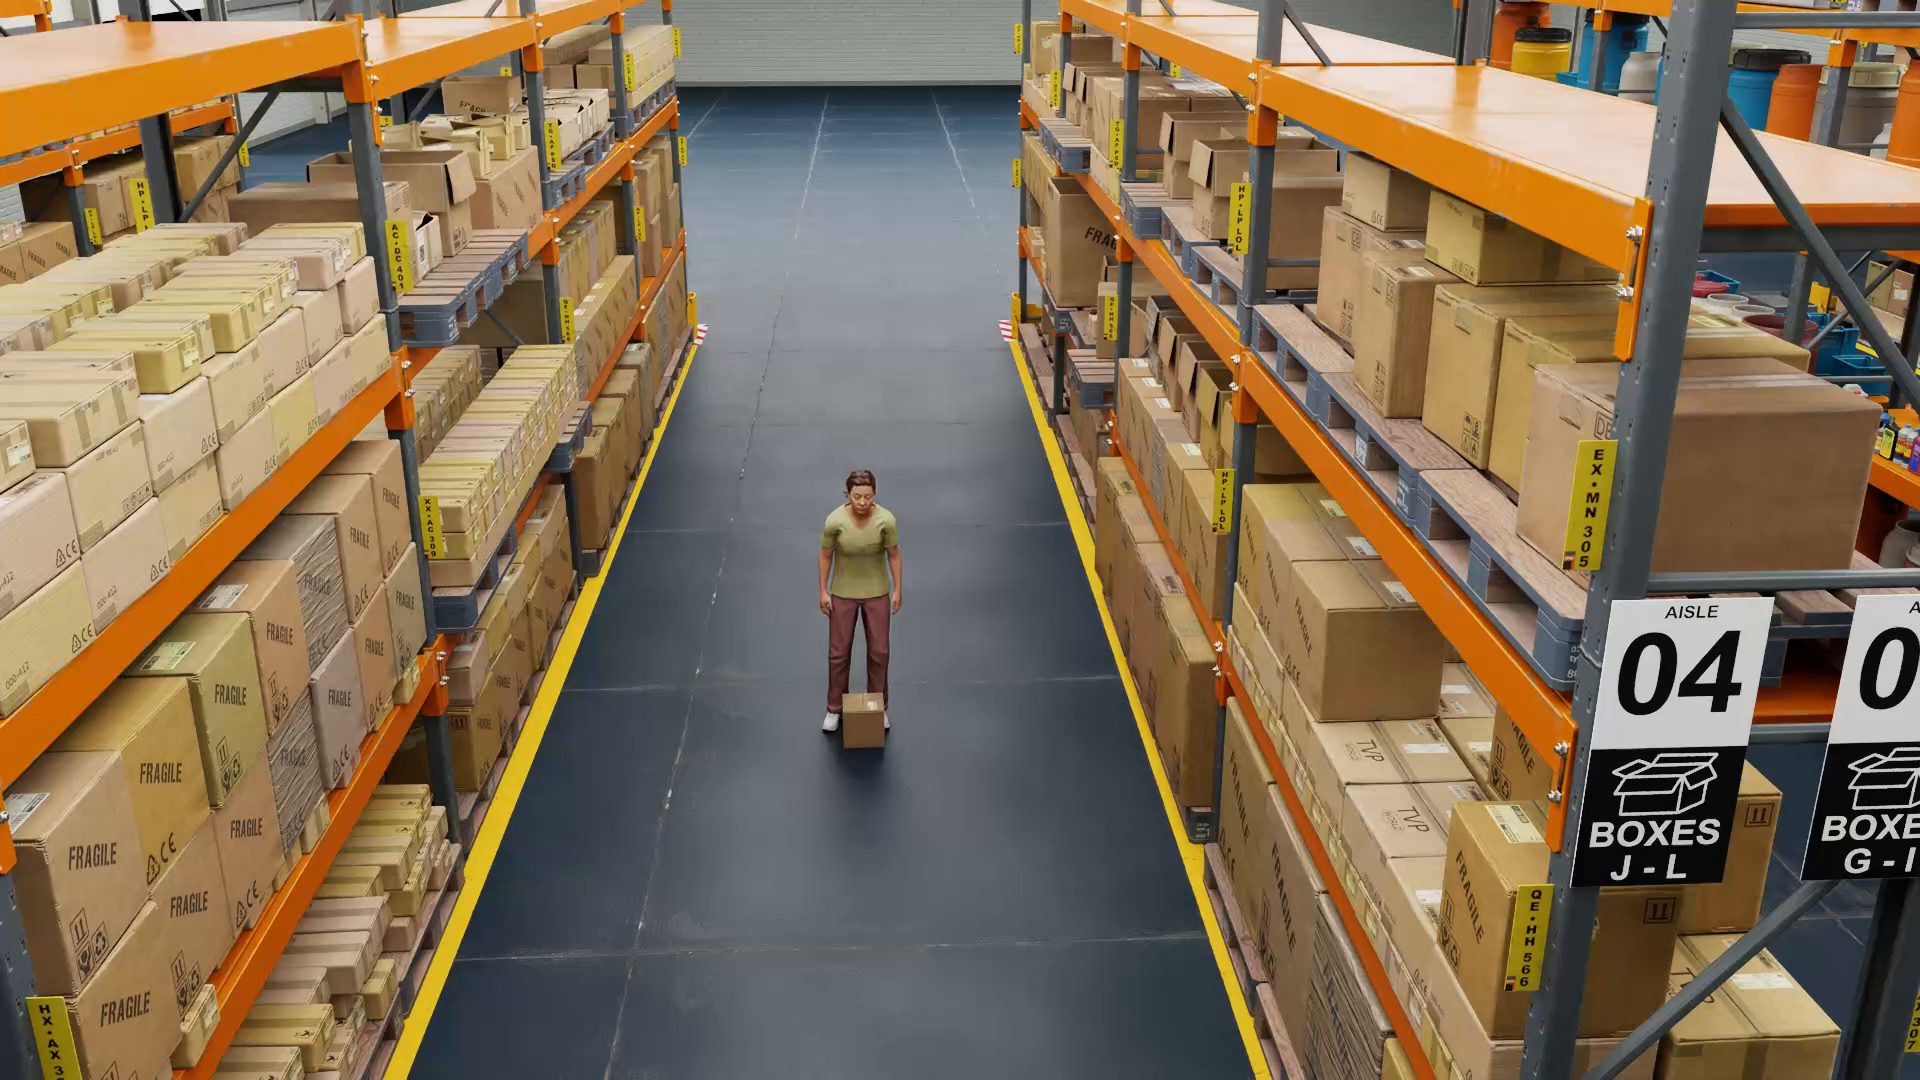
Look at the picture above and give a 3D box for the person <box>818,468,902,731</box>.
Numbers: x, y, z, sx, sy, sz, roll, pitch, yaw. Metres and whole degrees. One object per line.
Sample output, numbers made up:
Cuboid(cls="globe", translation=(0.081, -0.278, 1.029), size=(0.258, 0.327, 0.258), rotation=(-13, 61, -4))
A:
Cuboid(cls="person", translation=(-0.606, 0.351, 10.140), size=(0.513, 1.673, 0.357), rotation=(-2, 21, -5))
